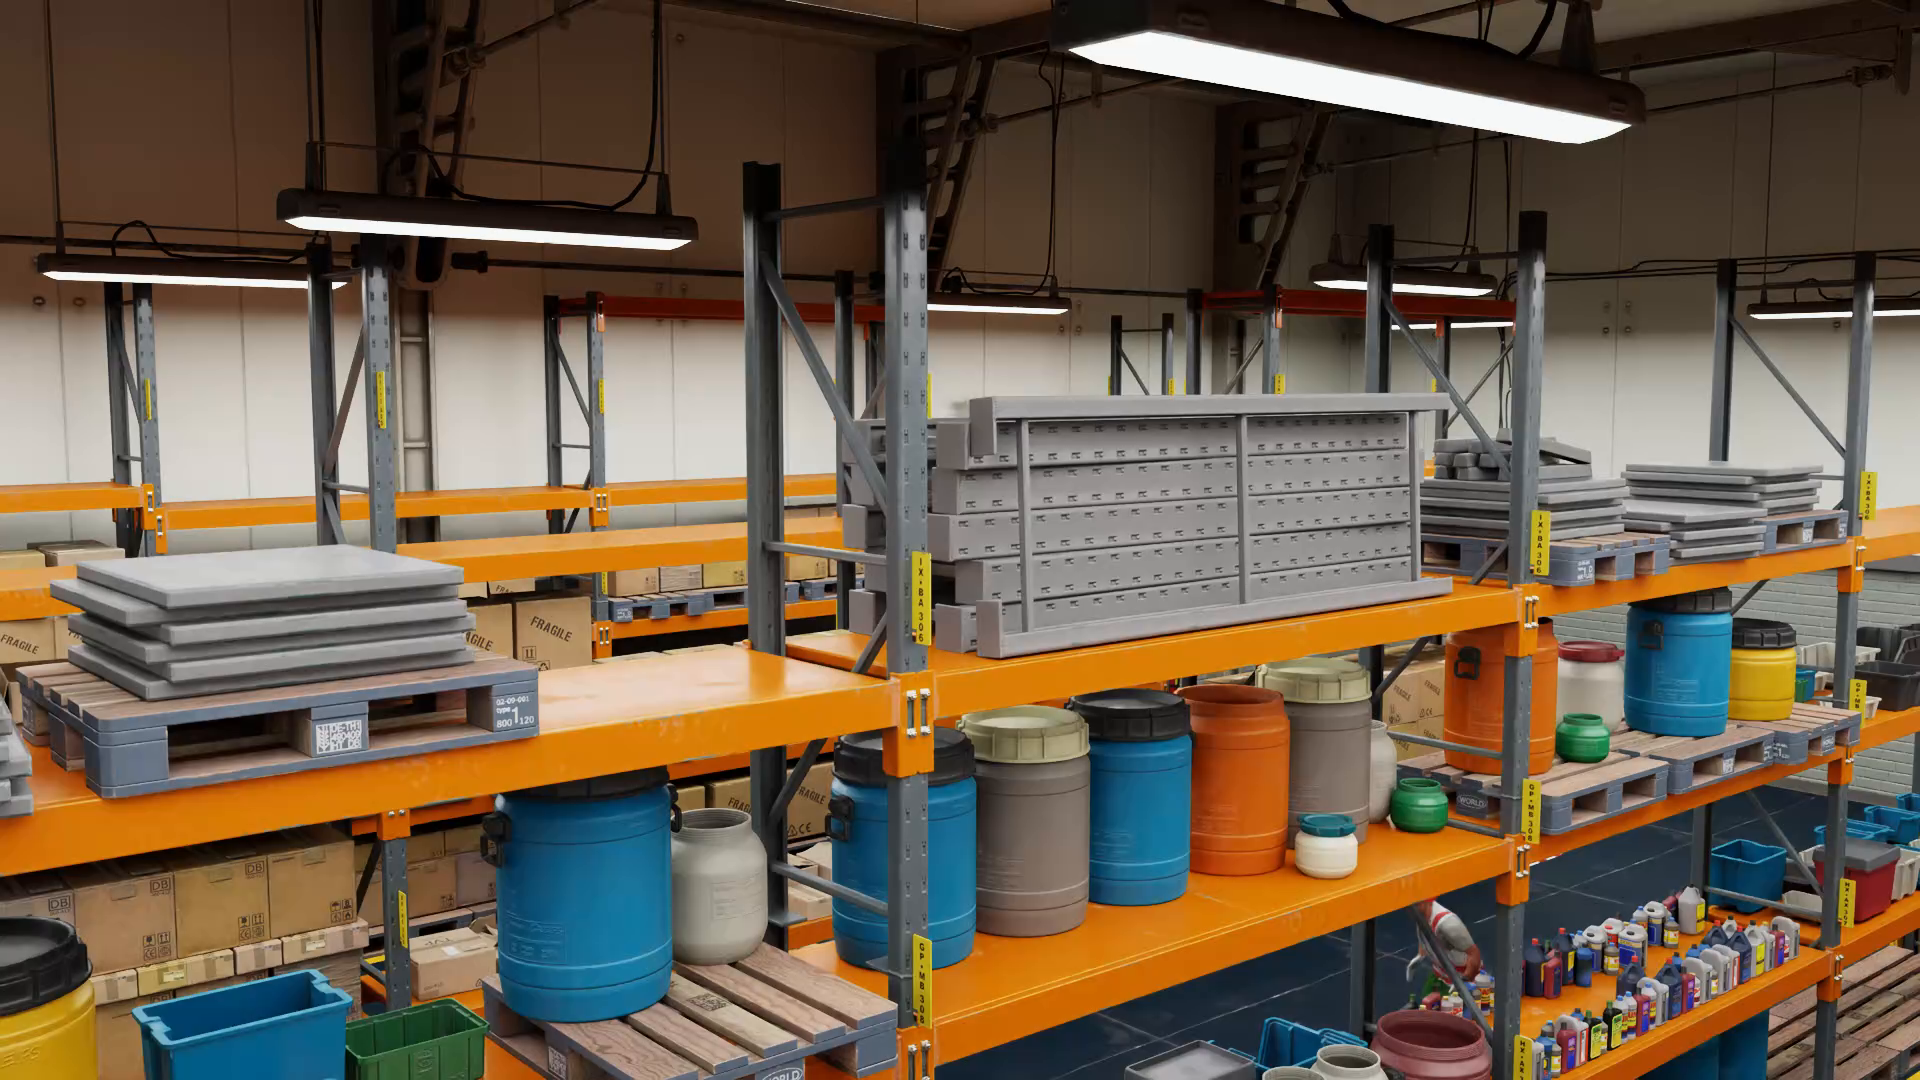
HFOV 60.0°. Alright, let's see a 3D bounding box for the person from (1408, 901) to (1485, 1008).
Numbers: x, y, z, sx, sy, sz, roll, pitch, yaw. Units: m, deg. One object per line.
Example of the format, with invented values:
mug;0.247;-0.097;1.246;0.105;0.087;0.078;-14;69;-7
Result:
person;3.672;3.233;12.141;1.020;1.555;0.657;-2;6;-23
